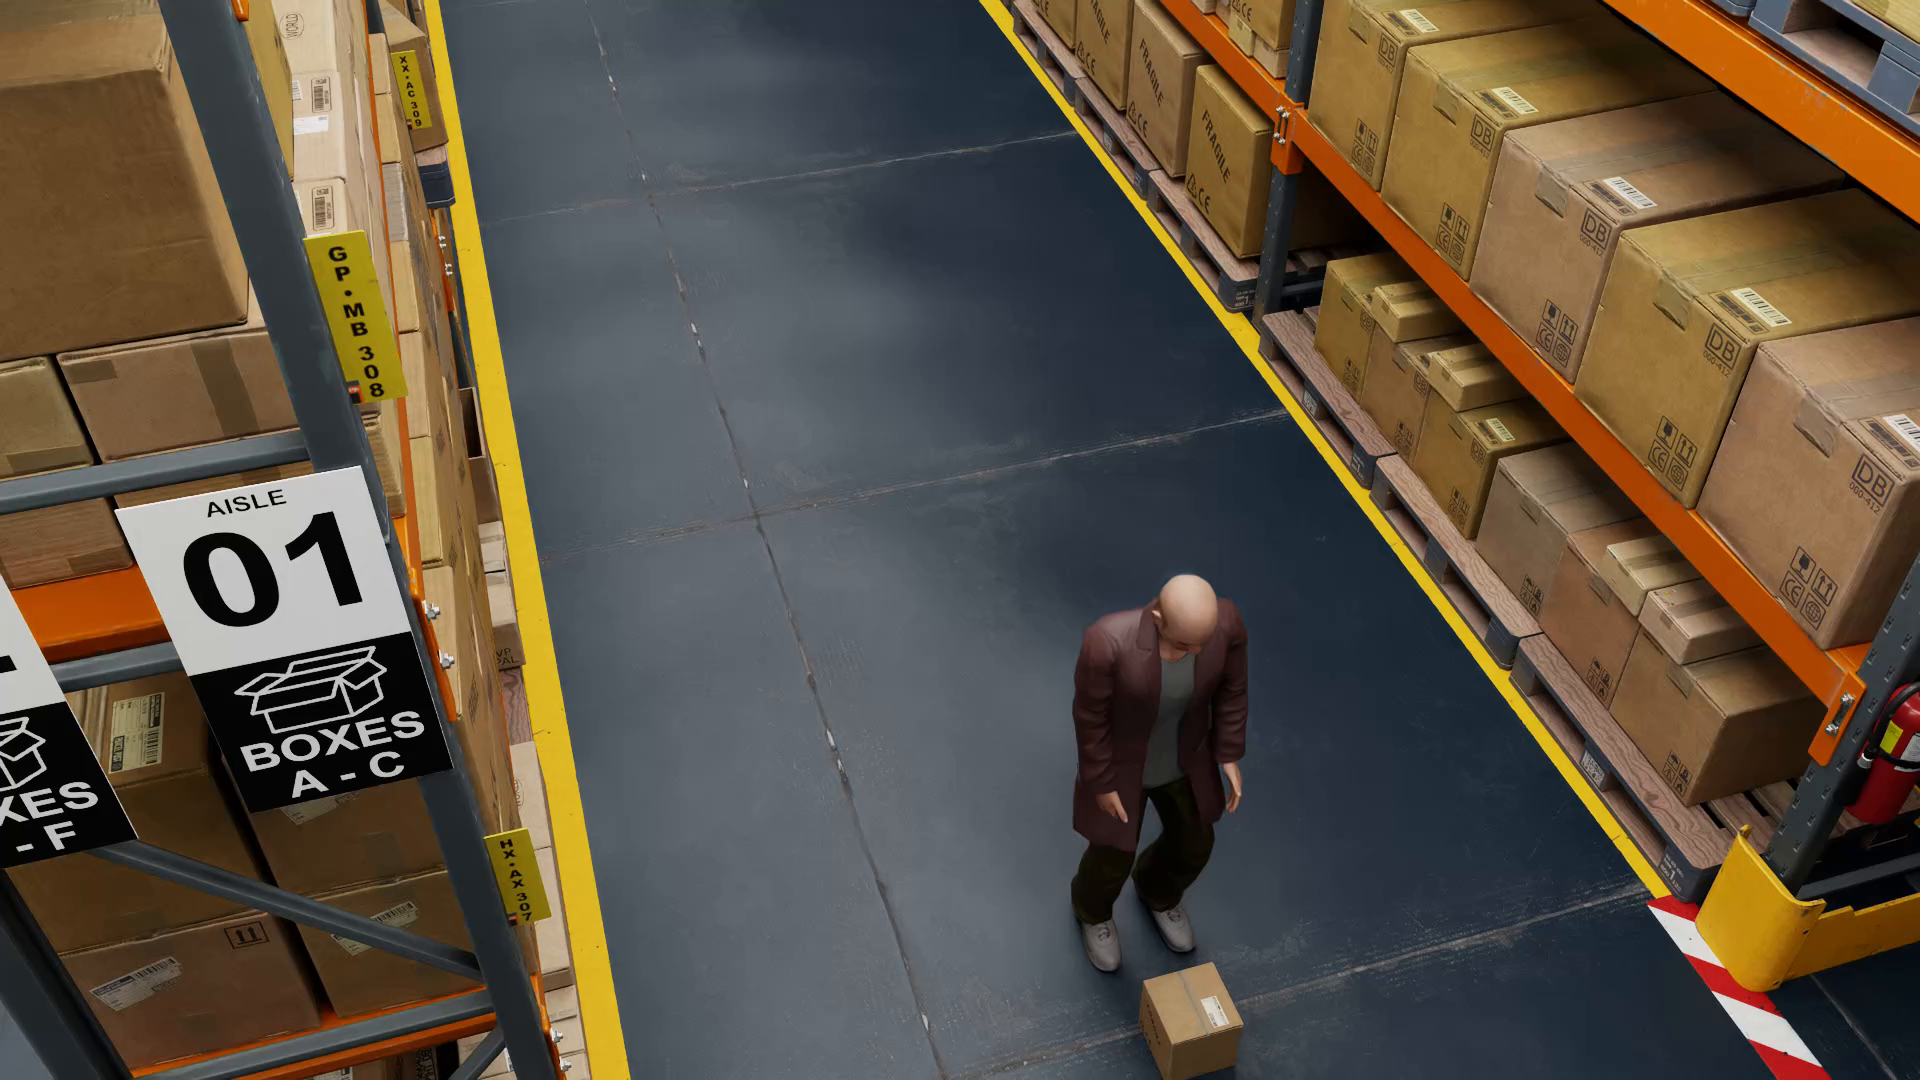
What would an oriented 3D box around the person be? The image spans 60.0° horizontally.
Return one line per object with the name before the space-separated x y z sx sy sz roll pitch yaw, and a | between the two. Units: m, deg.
person | 0.639 0.726 5.395 0.587 1.737 0.416 -11 43 -12
